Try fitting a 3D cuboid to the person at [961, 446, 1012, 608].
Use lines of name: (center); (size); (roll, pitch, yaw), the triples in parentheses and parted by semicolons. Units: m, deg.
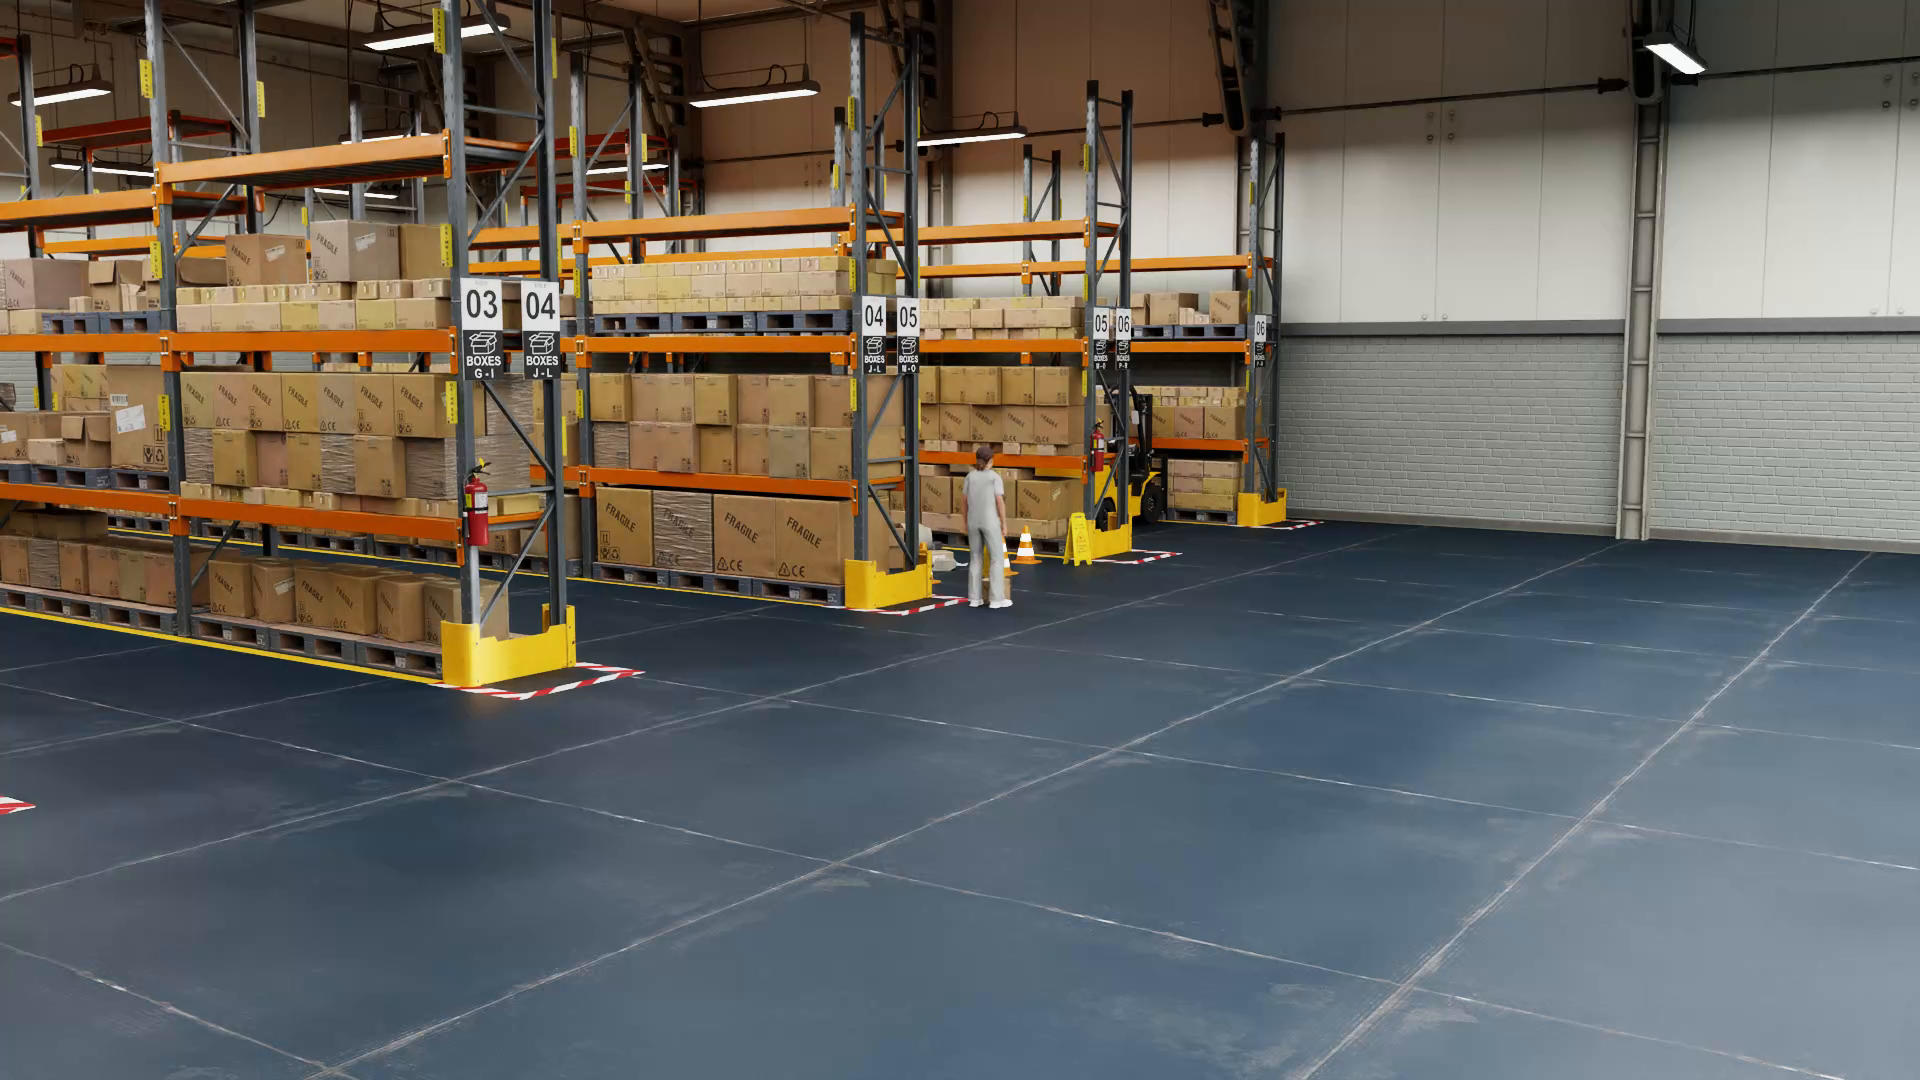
person: (0.262, -0.139, 17.220); (0.501, 1.671, 0.362); (3, 7, 26)
